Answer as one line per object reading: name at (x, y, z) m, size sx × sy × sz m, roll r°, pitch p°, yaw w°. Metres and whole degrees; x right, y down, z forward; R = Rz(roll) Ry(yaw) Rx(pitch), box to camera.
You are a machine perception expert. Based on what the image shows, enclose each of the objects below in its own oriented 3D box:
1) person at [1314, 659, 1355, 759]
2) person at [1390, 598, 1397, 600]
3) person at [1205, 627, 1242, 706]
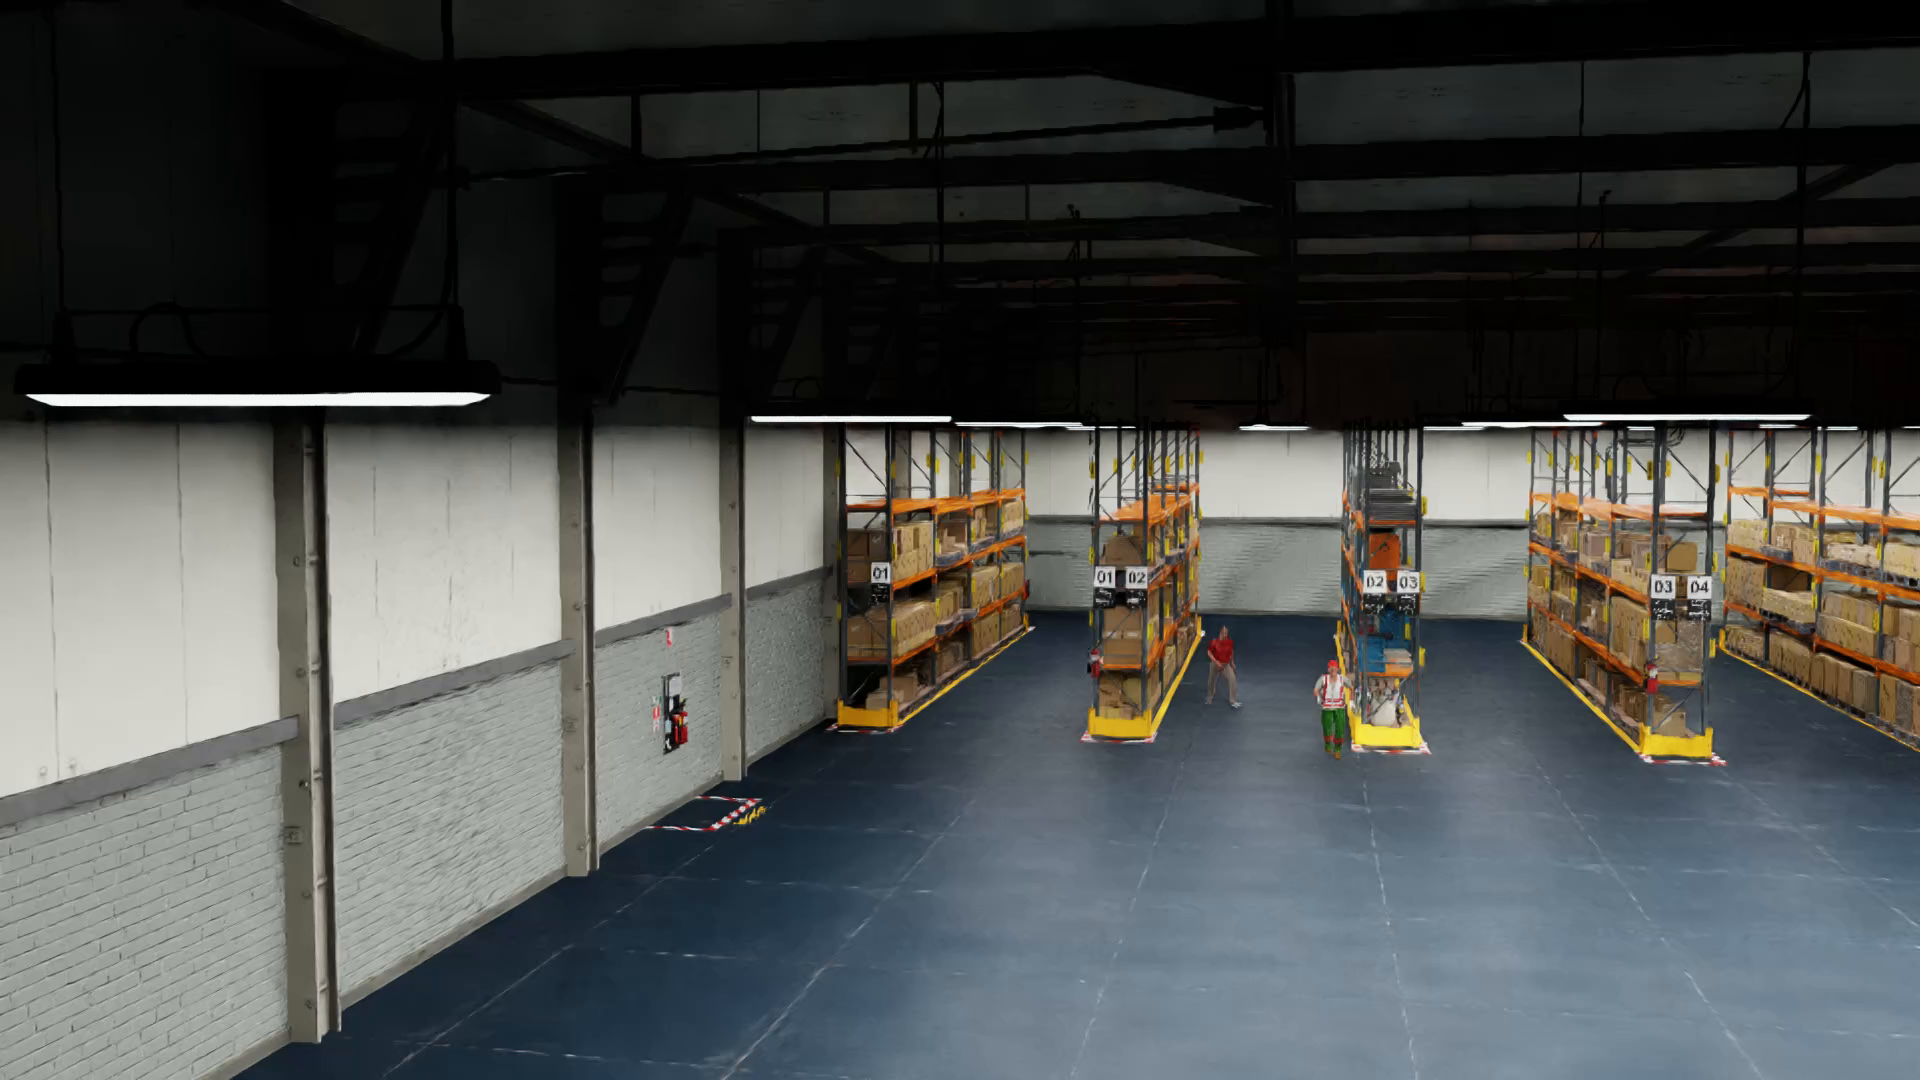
person at (6.600, 2.953, 29.352) m, size 0.703 × 1.721 × 0.833 m, roll 1°, pitch 4°, yaw 16°
person at (12.672, 1.768, 48.812) m, size 0.455 × 1.601 × 0.493 m, roll -3°, pitch 5°, yaw -36°
person at (5.476, 2.628, 34.754) m, size 0.705 × 1.660 × 0.850 m, roll 0°, pitch 4°, yaw -6°
